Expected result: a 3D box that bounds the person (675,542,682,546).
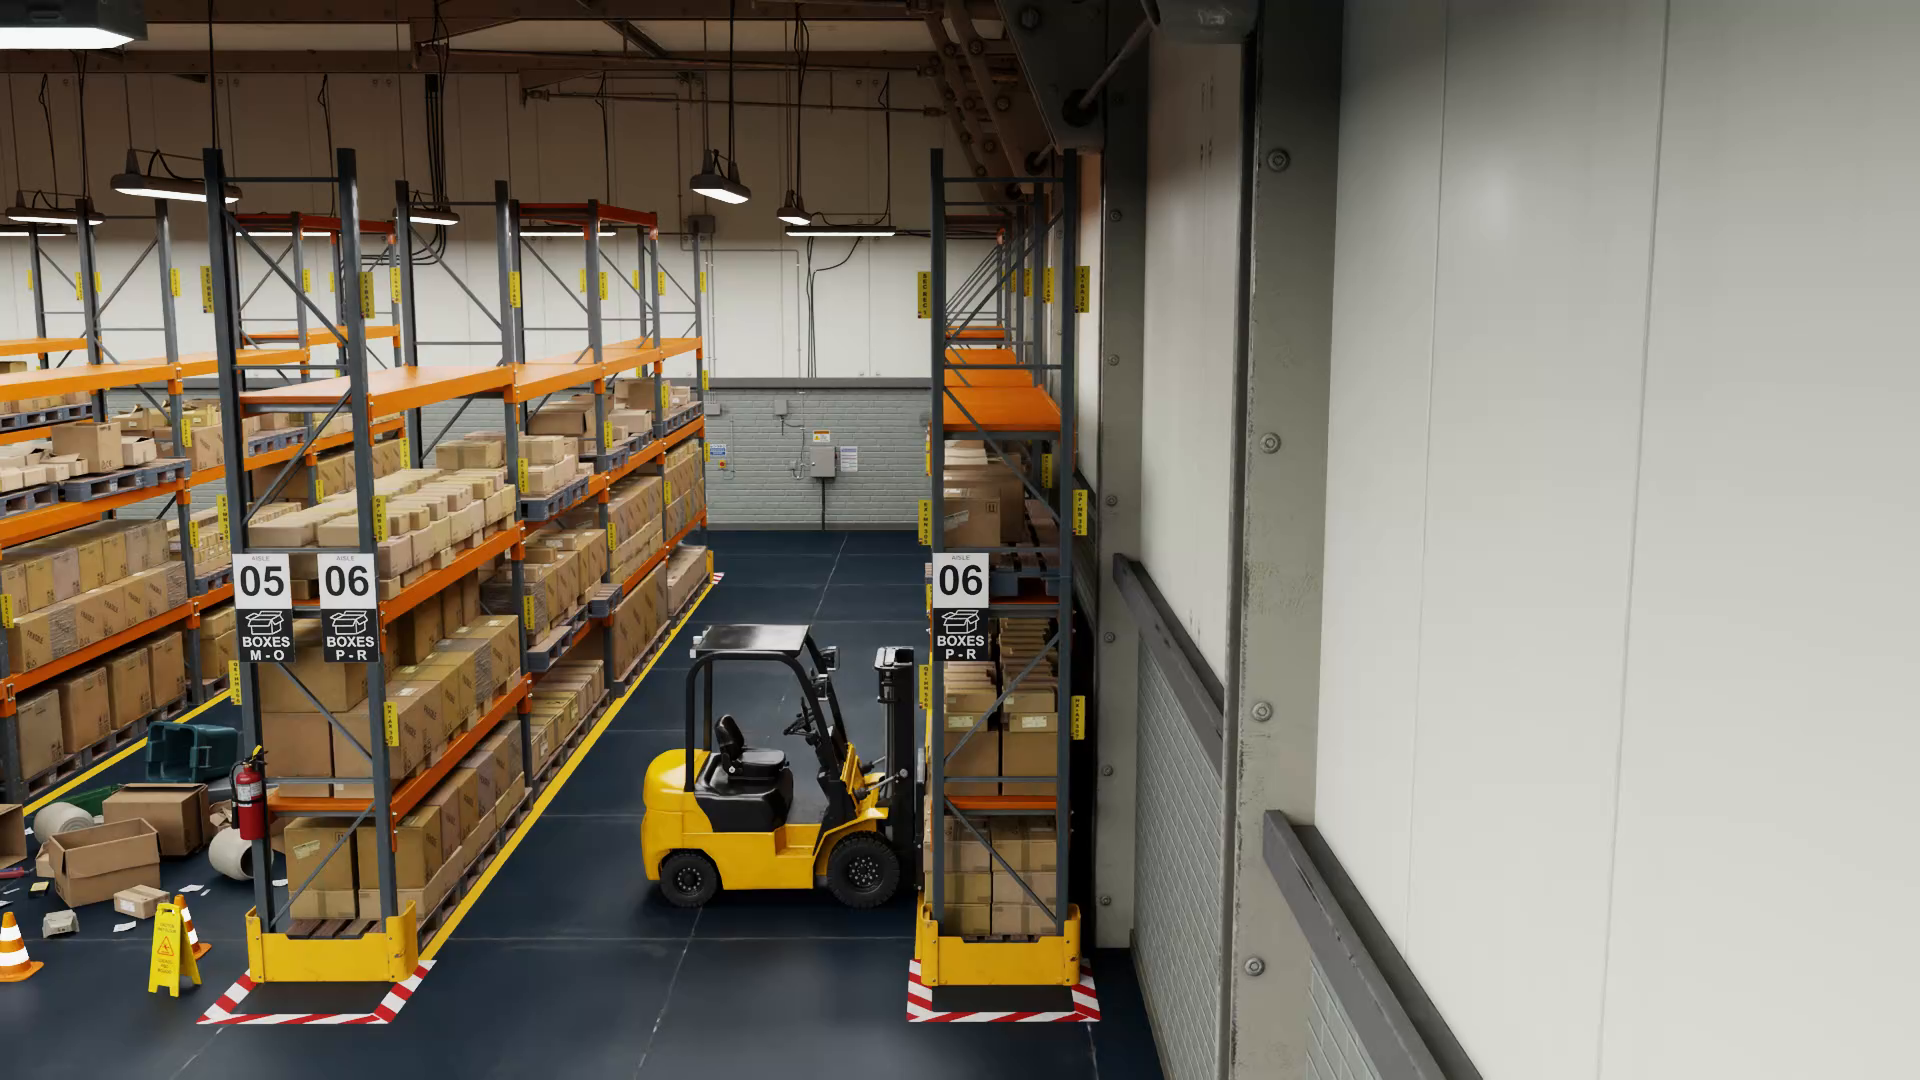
[{"bbox_3d":[-5.165,-0.274,29.257,0.939,1.618,0.581,2,9,13],"label":"person"}]
